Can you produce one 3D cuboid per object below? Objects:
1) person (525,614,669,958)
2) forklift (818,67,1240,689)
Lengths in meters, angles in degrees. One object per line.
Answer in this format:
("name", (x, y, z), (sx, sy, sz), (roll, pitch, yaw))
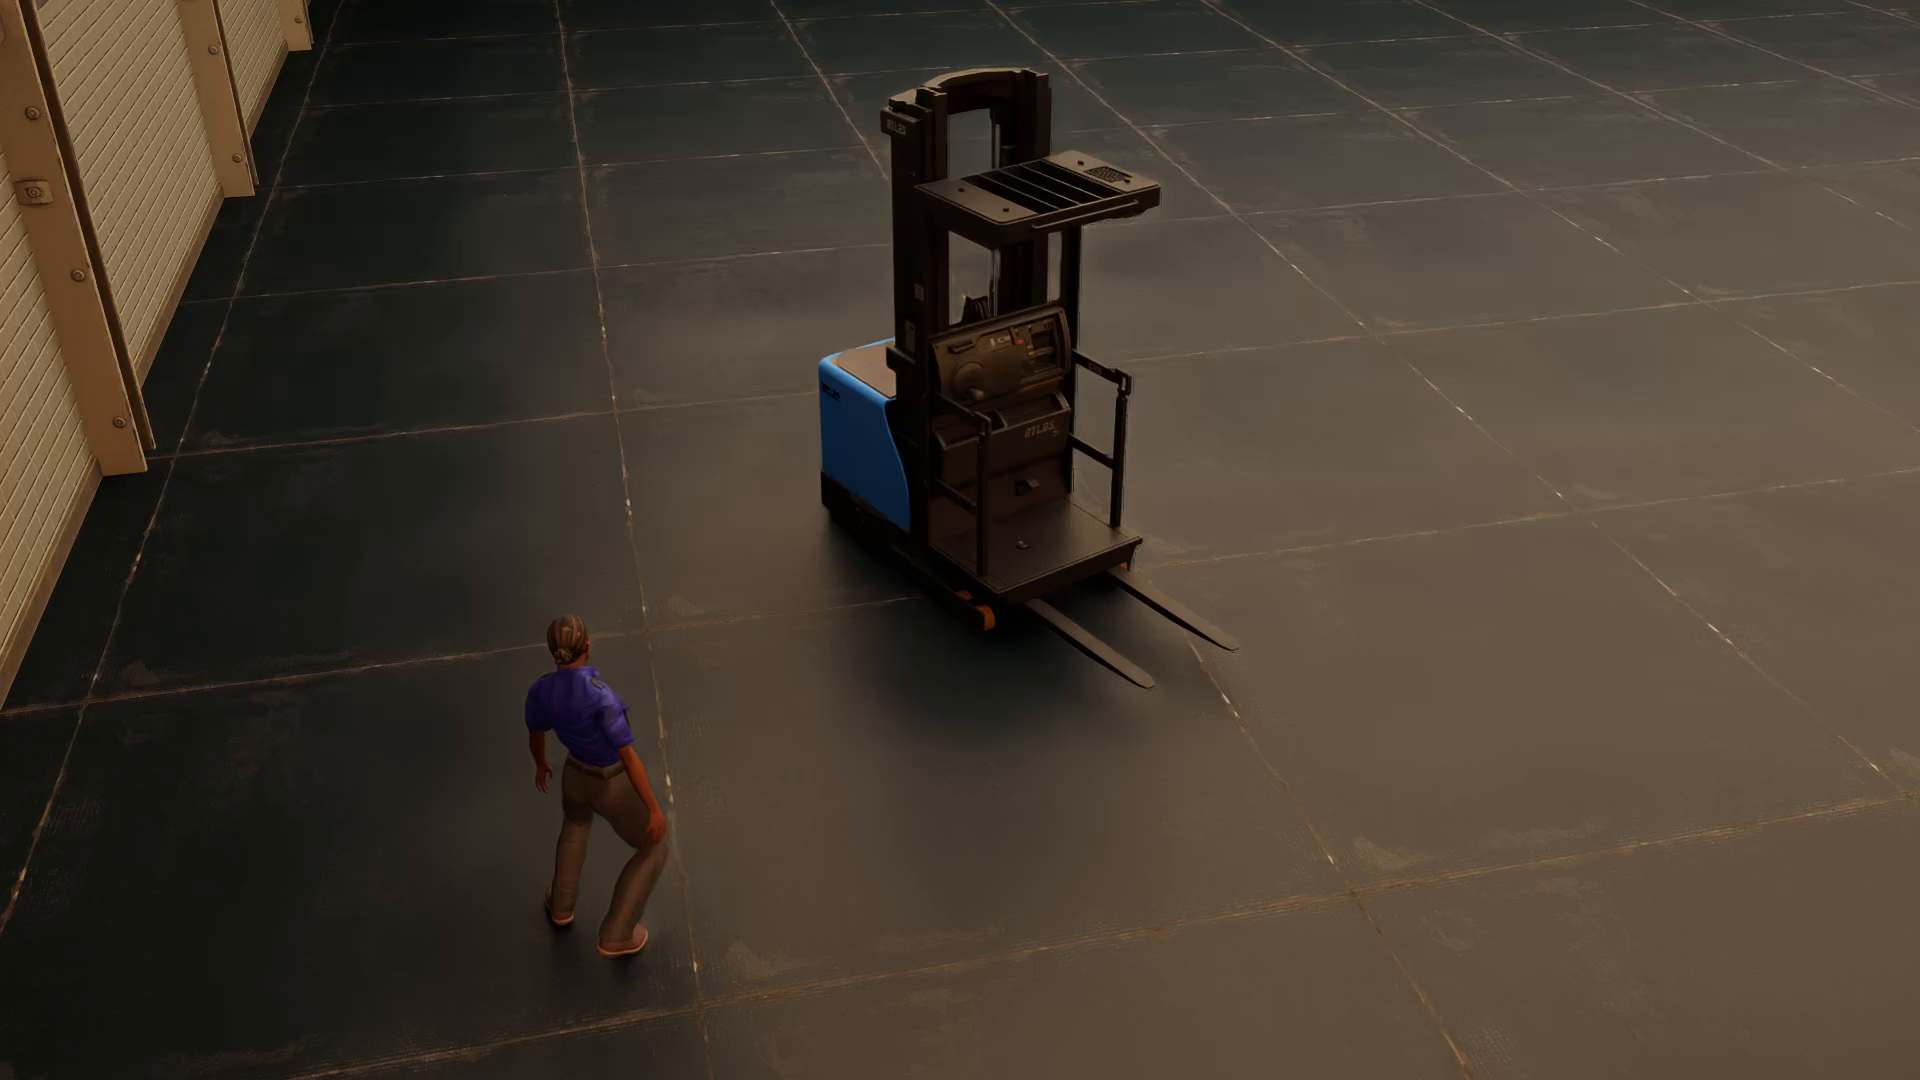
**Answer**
("person", (-1.570, 1.065, 7.097), (0.815, 1.582, 0.461), (17, 34, 27))
("forklift", (0.370, -1.011, 9.320), (1.130, 2.935, 3.031), (-20, 35, -30))
